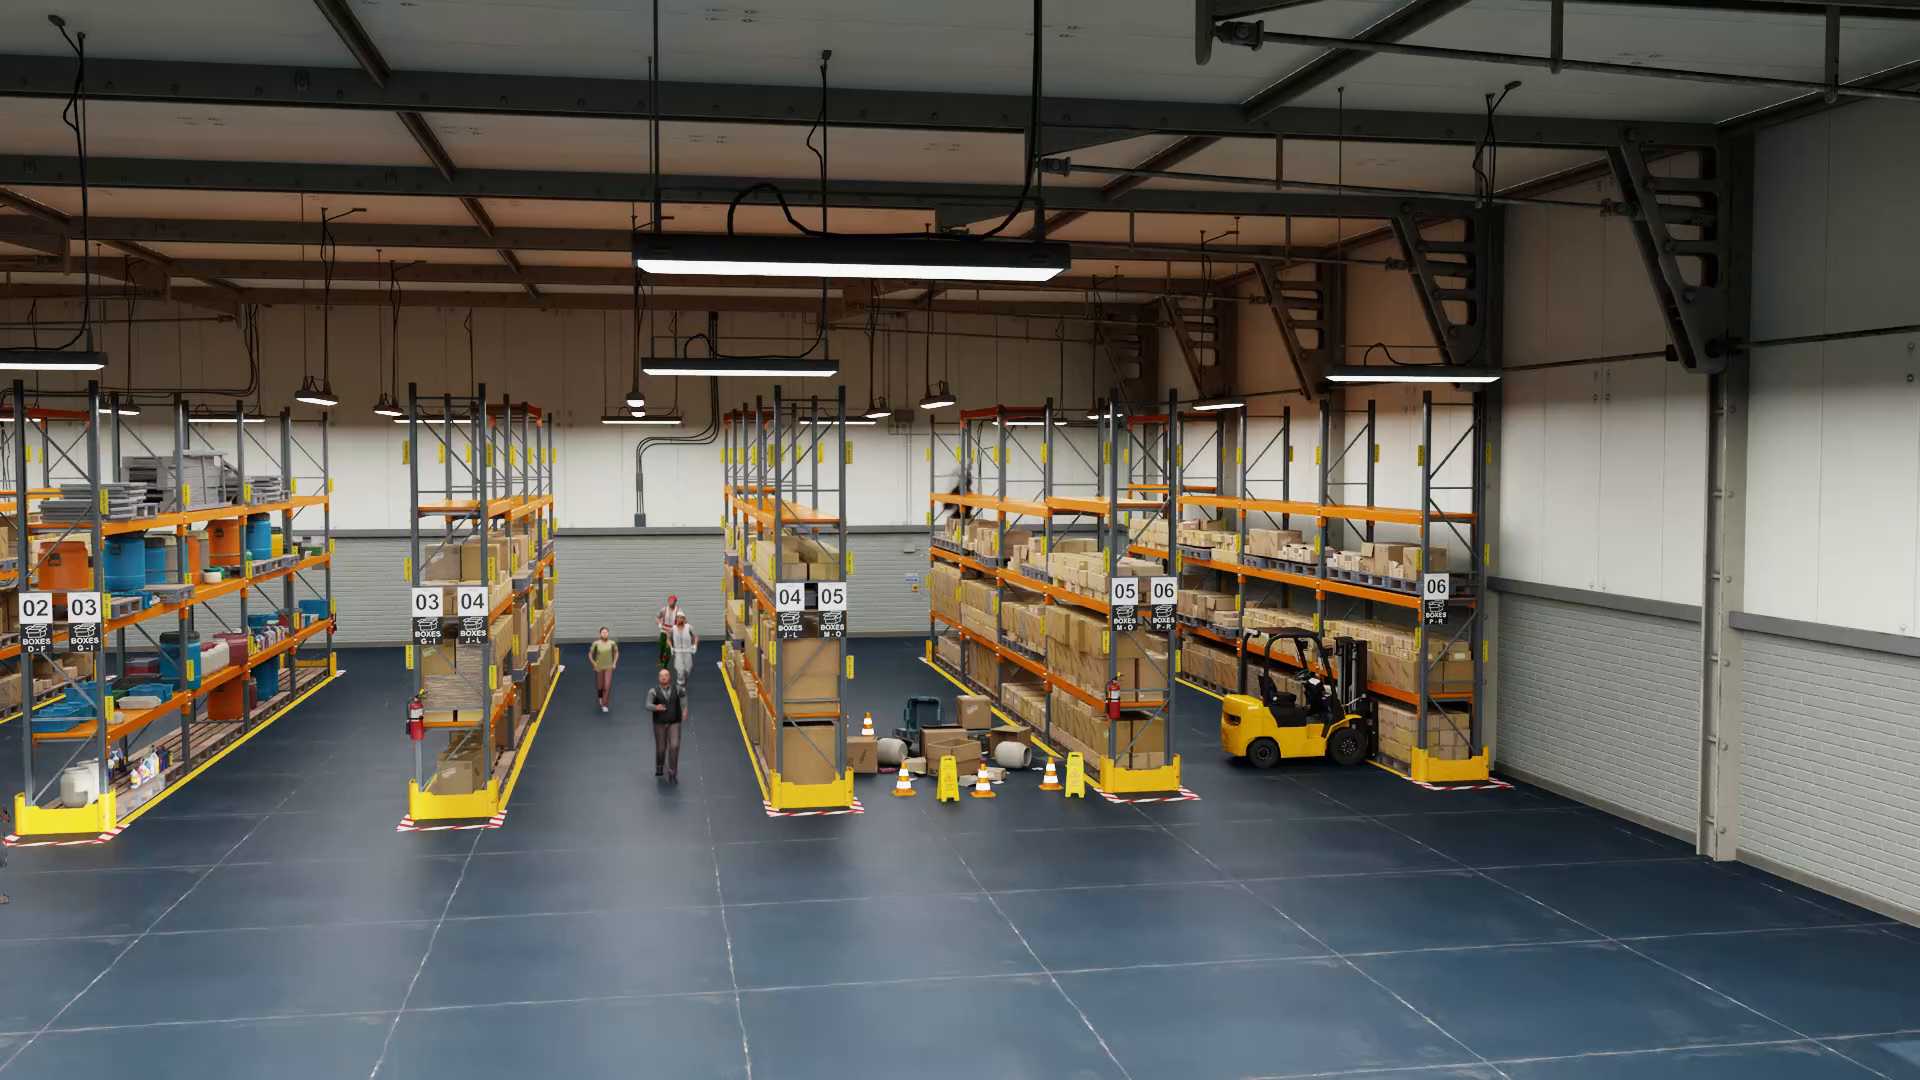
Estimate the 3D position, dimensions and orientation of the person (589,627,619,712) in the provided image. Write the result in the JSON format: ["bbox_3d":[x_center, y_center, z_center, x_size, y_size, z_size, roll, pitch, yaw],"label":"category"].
[{"bbox_3d":[-7.006,2.532,32.758,0.585,1.640,0.669,-1,3,-14],"label":"person"}]

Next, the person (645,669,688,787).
[{"bbox_3d":[-4.492,2.859,25.505,0.663,1.743,0.908,-1,3,-12],"label":"person"}]

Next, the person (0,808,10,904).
[{"bbox_3d":[-10.950,3.258,18.572,0.668,1.597,0.580,1,3,14],"label":"person"}]

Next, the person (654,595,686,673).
[{"bbox_3d":[-6.715,2.157,38.428,0.723,1.763,0.978,0,3,0],"label":"person"}]

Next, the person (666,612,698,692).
[{"bbox_3d":[-5.808,2.372,34.776,0.661,1.745,0.548,0,3,-7],"label":"person"}]
